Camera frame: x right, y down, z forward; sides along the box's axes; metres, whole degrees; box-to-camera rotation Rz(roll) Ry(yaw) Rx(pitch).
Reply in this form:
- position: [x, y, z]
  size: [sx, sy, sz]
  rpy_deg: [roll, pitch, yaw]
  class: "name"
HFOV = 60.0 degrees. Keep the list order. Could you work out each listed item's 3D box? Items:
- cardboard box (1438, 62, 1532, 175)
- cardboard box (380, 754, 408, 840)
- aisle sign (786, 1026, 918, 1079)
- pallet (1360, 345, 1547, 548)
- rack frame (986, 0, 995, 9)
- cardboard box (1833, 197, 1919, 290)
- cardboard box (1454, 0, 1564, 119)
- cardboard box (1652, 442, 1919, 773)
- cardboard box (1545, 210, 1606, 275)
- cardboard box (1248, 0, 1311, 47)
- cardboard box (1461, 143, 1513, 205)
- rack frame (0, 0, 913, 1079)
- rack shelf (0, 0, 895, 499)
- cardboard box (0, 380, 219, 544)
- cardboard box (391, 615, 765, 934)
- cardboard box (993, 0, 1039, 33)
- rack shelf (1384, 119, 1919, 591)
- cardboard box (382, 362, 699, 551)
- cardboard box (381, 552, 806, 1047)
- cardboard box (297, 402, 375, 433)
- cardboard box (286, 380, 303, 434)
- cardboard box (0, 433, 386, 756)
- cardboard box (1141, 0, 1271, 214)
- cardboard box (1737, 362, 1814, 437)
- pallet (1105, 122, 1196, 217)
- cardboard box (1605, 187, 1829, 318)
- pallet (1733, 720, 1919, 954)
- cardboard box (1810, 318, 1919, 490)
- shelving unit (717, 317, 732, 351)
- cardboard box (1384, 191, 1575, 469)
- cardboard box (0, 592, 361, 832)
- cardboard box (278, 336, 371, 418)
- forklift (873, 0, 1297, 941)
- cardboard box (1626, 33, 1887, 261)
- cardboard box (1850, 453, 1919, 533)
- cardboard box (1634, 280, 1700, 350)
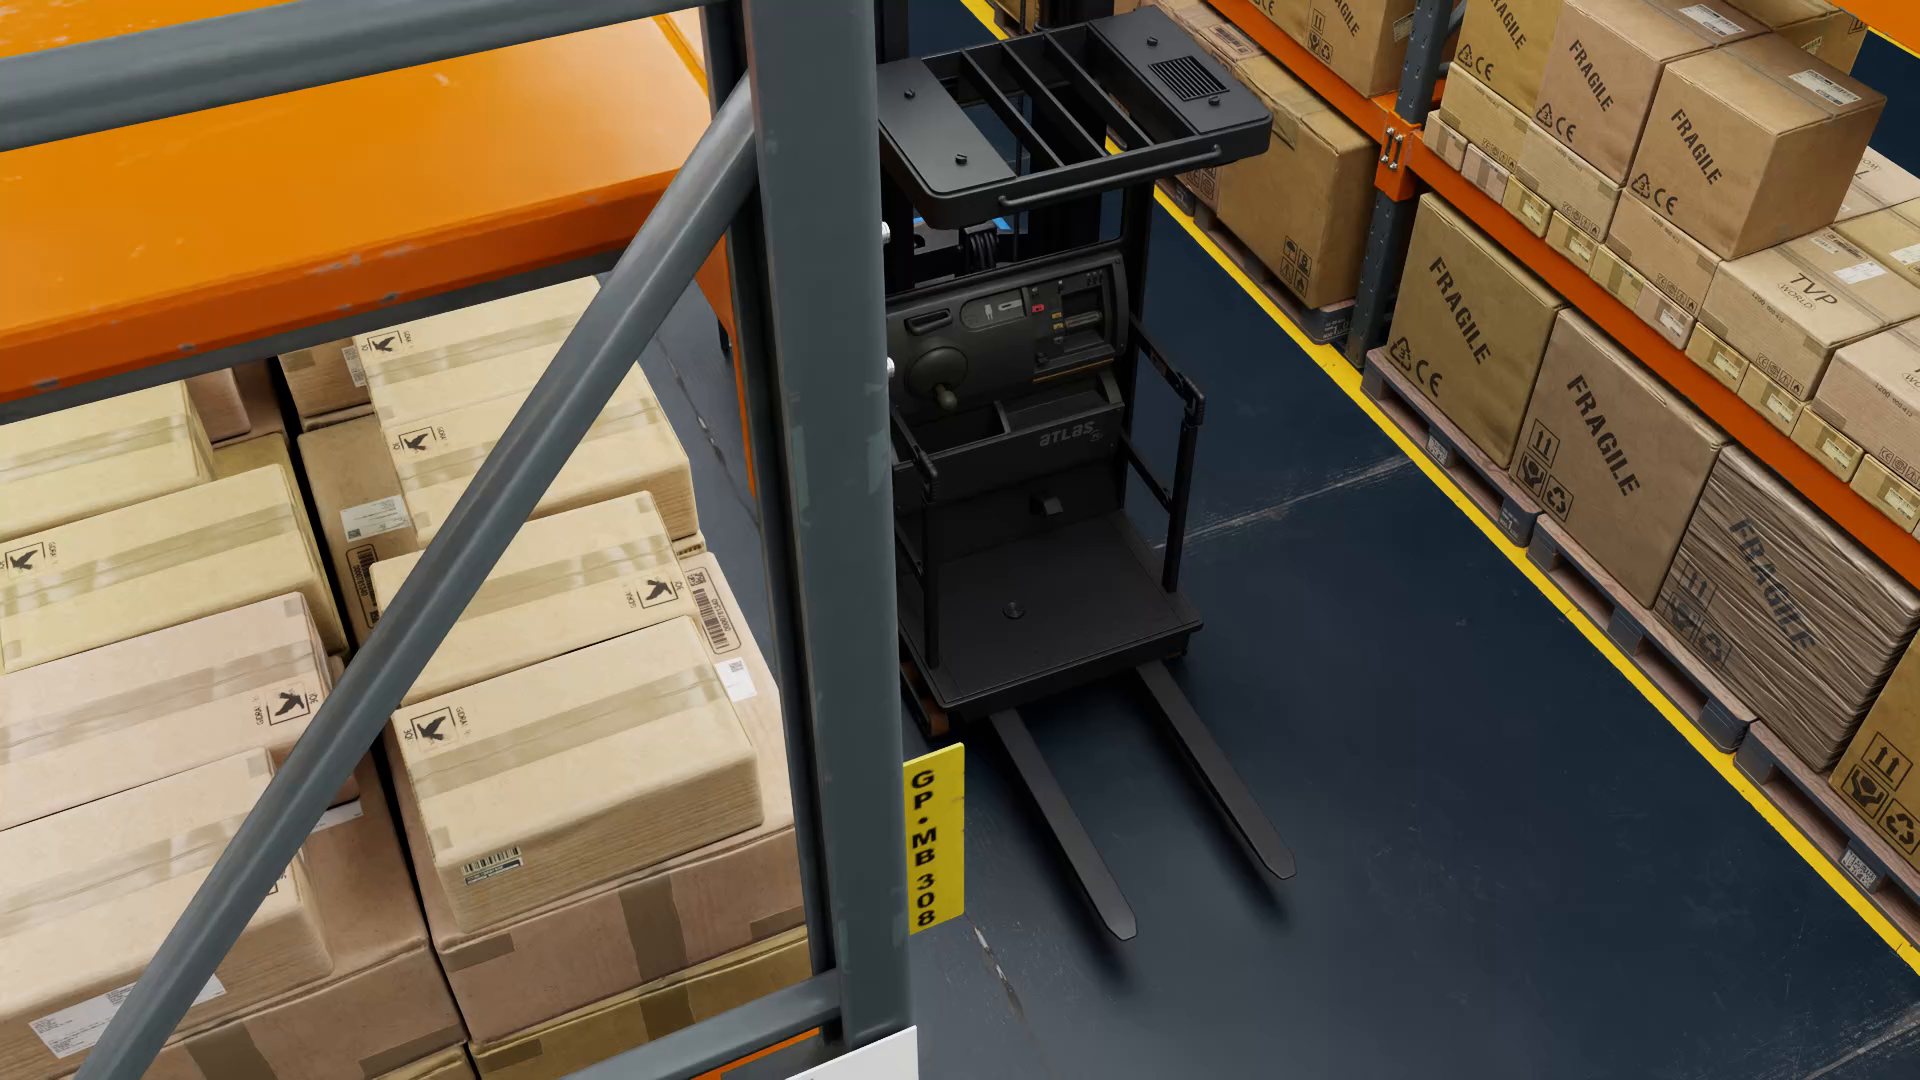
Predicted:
- position: [2.287, -1.739, 6.640]
  size: [0.500, 0.250, 0.500]
  rpy_deg: [-19, 48, -18]
  class: "cardboard box"
- position: [-1.186, 0.337, 2.613]
  size: [0.500, 0.250, 0.500]
  rpy_deg: [-18, 47, -17]
  class: "cardboard box"
- position: [-0.231, 0.919, 2.201]
  size: [0.394, 0.787, 0.004]
  rpy_deg: [-18, 47, -17]
  class: "aisle sign"
- position: [2.576, -0.563, 7.539]
  size: [1.003, 0.211, 1.213]
  rpy_deg: [-18, 47, -17]
  class: "pallet"
- position: [0.645, -4.612, 9.657]
  size: [1.000, 3.000, 0.127]
  rpy_deg: [-18, 47, -17]
  class: "rack frame"
- position: [3.395, -0.934, 5.824]
  size: [0.500, 0.250, 0.500]
  rpy_deg: [-19, 48, -18]
  class: "cardboard box"
- position: [2.296, -2.002, 6.373]
  size: [0.500, 0.500, 0.500]
  rpy_deg: [-18, 47, -17]
  class: "cardboard box"
- position: [3.284, 0.129, 6.067]
  size: [0.875, 0.875, 0.875]
  rpy_deg: [-18, 47, -17]
  class: "cardboard box"
- position: [2.483, -1.185, 6.363]
  size: [0.380, 0.149, 0.250]
  rpy_deg: [-19, 48, -18]
  class: "cardboard box"
- position: [1.681, -2.633, 7.581]
  size: [0.500, 0.500, 0.500]
  rpy_deg: [-17, 47, -16]
  class: "cardboard box"
- position: [2.260, -1.520, 6.702]
  size: [0.380, 0.149, 0.250]
  rpy_deg: [-20, 48, -19]
  class: "cardboard box"
- position: [-0.534, -0.249, 0.964]
  size: [1.000, 3.000, 0.127]
  rpy_deg: [-18, 47, -17]
  class: "rack frame"
- position: [-1.375, -1.266, 2.510]
  size: [1.077, 0.370, 4.000]
  rpy_deg: [-18, 47, -17]
  class: "rack shelf"
- position: [-1.273, -0.059, 2.374]
  size: [0.380, 0.149, 0.250]
  rpy_deg: [-17, 47, -17]
  class: "cardboard box"
- position: [-0.464, 0.278, 2.032]
  size: [0.380, 0.149, 0.250]
  rpy_deg: [-18, 48, -18]
  class: "cardboard box"
- position: [0.916, -3.559, 9.804]
  size: [1.225, 0.875, 0.875]
  rpy_deg: [-20, 48, -19]
  class: "cardboard box"
- position: [3.168, -0.532, 6.035]
  size: [1.077, 0.370, 4.000]
  rpy_deg: [-18, 47, -17]
  class: "rack shelf"
- position: [-0.602, -0.084, 2.399]
  size: [0.380, 0.149, 0.250]
  rpy_deg: [-18, 47, -17]
  class: "cardboard box"
- position: [-0.487, 0.331, 2.263]
  size: [0.500, 0.250, 0.500]
  rpy_deg: [-17, 47, -17]
  class: "cardboard box"
- position: [-0.905, -0.320, 2.923]
  size: [0.500, 0.250, 0.500]
  rpy_deg: [-17, 47, -17]
  class: "cardboard box"
- position: [-0.937, -0.151, 3.107]
  size: [0.500, 0.250, 0.500]
  rpy_deg: [-19, 48, -19]
  class: "cardboard box"
- position: [-1.175, 0.150, 2.446]
  size: [0.500, 0.250, 0.500]
  rpy_deg: [-19, 48, -18]
  class: "cardboard box"
- position: [1.663, -2.427, 8.657]
  size: [1.225, 0.875, 0.875]
  rpy_deg: [-20, 48, -19]
  class: "cardboard box"
- position: [2.918, -0.529, 5.698]
  size: [0.380, 0.149, 0.250]
  rpy_deg: [-17, 47, -17]
  class: "cardboard box"
- position: [1.417, -2.319, 9.318]
  size: [1.003, 0.211, 1.213]
  rpy_deg: [-18, 47, -17]
  class: "pallet"
- position: [2.714, -1.092, 5.985]
  size: [0.500, 0.250, 0.500]
  rpy_deg: [-17, 47, -16]
  class: "cardboard box"
- position: [3.601, 0.992, 5.963]
  size: [1.003, 0.211, 1.213]
  rpy_deg: [-18, 47, -17]
  class: "pallet"
- position: [3.137, -0.445, 5.329]
  size: [0.500, 0.250, 0.500]
  rpy_deg: [-20, 48, -19]
  class: "cardboard box"
- position: [-0.780, -1.324, 7.393]
  size: [0.431, 1.500, 0.755]
  rpy_deg: [-26, 50, -24]
  class: "shelving unit"
- position: [2.532, -1.012, 7.223]
  size: [0.875, 0.875, 0.875]
  rpy_deg: [-18, 47, -17]
  class: "cardboard box"
- position: [-0.975, 0.247, 2.064]
  size: [0.380, 0.149, 0.250]
  rpy_deg: [-17, 47, -17]
  class: "cardboard box"
- position: [-0.908, -0.372, 2.691]
  size: [0.380, 0.149, 0.250]
  rpy_deg: [-17, 47, -16]
  class: "cardboard box"
- position: [0.247, -0.636, 5.677]
  size: [1.130, 2.935, 3.031]
  rpy_deg: [-17, 47, -16]
  class: "forklift"
- position: [2.719, -1.355, 5.718]
  size: [0.500, 0.500, 0.500]
  rpy_deg: [-19, 48, -19]
  class: "cardboard box"
- position: [3.129, -0.205, 5.370]
  size: [0.380, 0.149, 0.250]
  rpy_deg: [-19, 48, -18]
  class: "cardboard box"
- position: [2.695, -0.861, 6.035]
  size: [0.380, 0.149, 0.250]
  rpy_deg: [-18, 47, -17]
  class: "cardboard box"
